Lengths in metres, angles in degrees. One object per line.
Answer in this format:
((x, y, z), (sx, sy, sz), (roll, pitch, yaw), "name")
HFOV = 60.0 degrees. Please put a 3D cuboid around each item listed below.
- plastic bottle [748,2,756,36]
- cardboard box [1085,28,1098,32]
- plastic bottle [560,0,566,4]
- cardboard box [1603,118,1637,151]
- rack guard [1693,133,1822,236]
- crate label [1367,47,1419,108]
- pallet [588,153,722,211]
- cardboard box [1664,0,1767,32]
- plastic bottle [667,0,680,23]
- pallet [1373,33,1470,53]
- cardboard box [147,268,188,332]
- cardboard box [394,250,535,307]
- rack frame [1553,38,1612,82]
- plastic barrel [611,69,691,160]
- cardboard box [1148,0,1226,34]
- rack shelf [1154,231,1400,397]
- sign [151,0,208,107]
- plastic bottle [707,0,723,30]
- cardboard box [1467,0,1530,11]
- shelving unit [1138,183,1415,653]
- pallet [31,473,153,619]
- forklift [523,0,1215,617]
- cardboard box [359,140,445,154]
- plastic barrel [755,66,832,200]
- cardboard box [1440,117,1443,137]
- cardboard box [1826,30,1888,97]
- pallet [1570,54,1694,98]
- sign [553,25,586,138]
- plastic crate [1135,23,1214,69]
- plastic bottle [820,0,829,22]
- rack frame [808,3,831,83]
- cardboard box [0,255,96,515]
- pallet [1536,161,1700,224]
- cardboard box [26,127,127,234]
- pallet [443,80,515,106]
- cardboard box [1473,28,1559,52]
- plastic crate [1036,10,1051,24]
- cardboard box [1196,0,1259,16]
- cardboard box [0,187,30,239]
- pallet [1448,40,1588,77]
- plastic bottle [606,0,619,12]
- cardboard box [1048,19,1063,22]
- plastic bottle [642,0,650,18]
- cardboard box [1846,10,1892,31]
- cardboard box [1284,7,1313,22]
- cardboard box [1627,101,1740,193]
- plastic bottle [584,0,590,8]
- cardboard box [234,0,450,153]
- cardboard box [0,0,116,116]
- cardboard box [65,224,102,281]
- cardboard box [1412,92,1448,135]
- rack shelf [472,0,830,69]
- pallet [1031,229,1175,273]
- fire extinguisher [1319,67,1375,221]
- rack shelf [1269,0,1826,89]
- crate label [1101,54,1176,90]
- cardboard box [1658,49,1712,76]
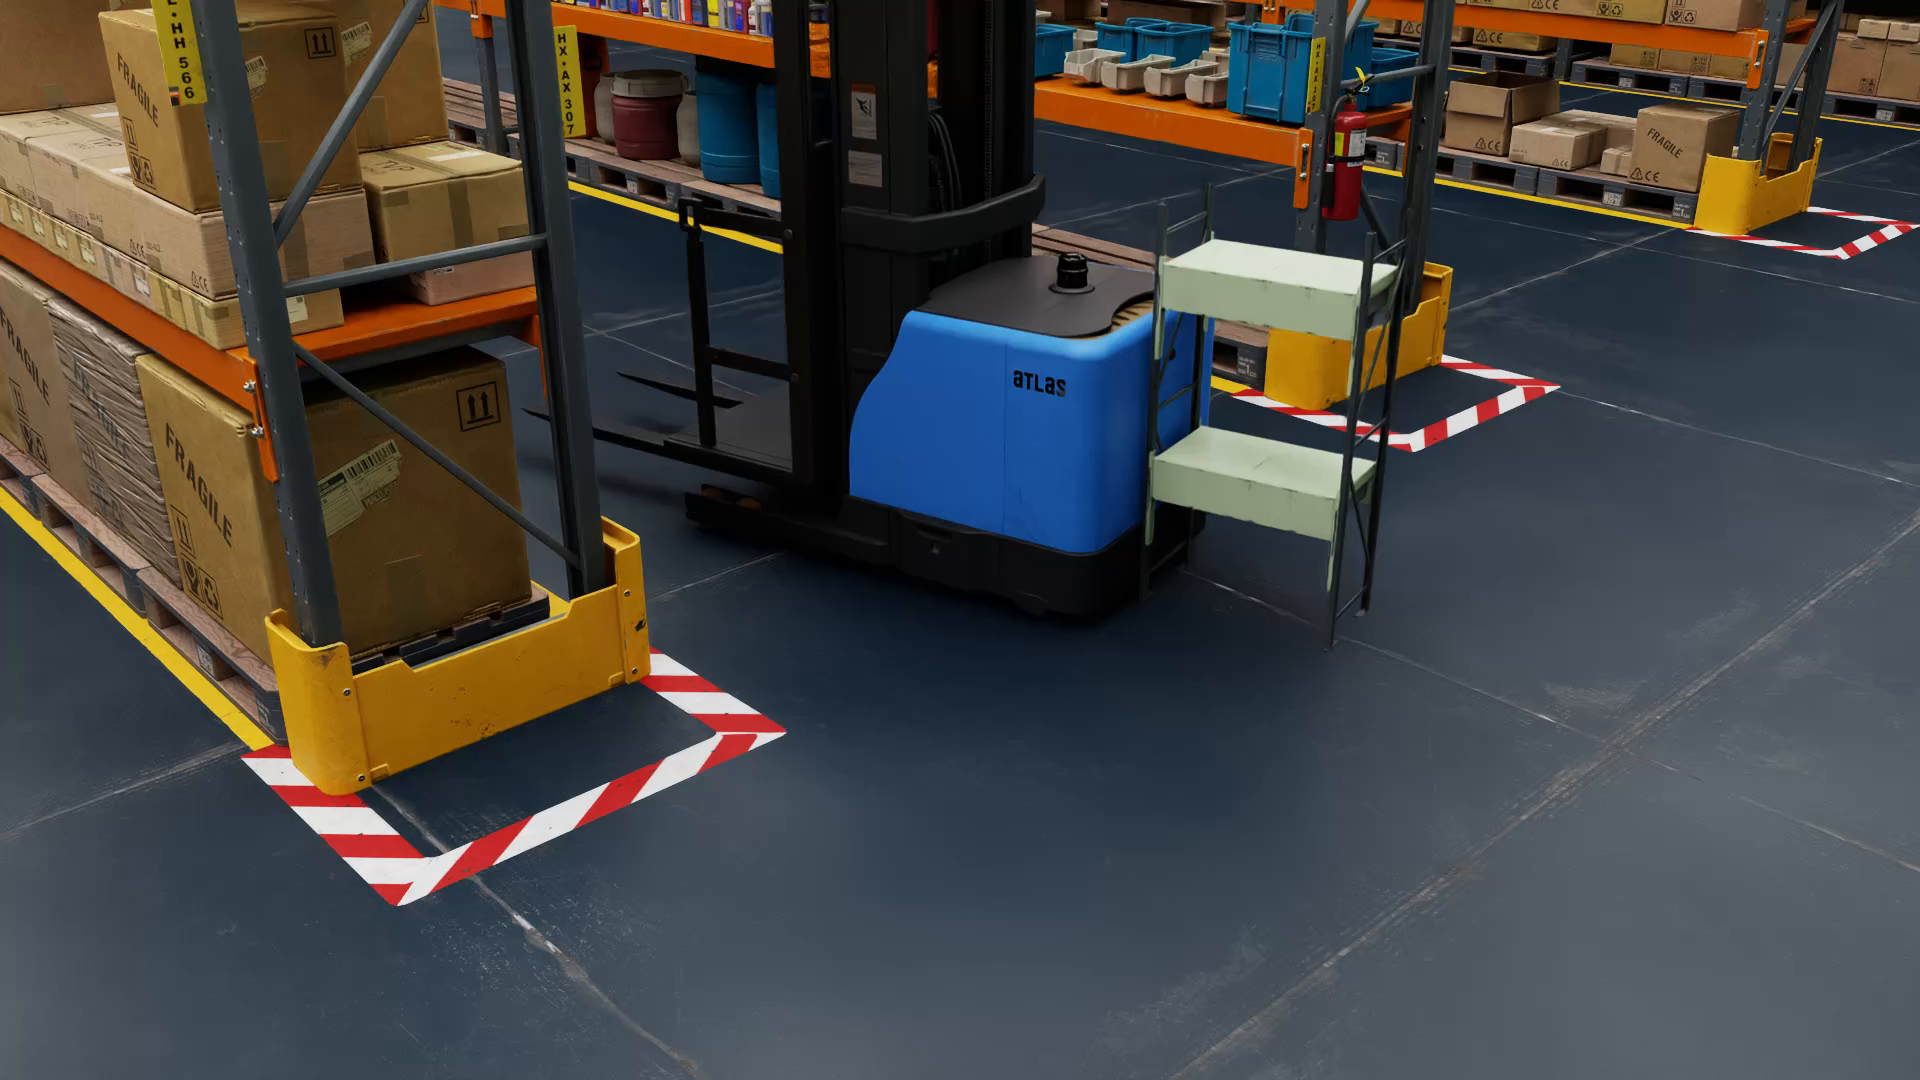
((-1.325, -3.383, 10.790), (0.097, 0.201, 0.097), (0, 25, 0), "plastic bottle")
((1.328, -4.411, 15.286), (0.500, 0.500, 0.500), (22, 33, 40), "cardboard box")
((-2.928, -4.093, 12.348), (0.097, 0.201, 0.097), (0, 25, 0), "plastic bottle")
((5.126, -2.956, 12.398), (0.500, 0.250, 0.500), (-21, 32, -38), "cardboard box")
((5.580, -2.496, 11.619), (1.175, 0.500, 0.348), (-21, 32, -38), "rack guard")
((2.085, -2.325, 8.363), (0.416, 0.233, 0.303), (-21, 32, -38), "crate label")
((-2.055, -2.765, 12.556), (1.003, 0.211, 1.213), (-21, 32, -38), "pallet")
((5.127, -3.714, 11.157), (0.500, 0.500, 0.500), (-20, 31, -37), "cardboard box")
((-1.912, -3.693, 11.381), (0.152, 0.276, 0.135), (-21, 32, -38), "plastic bottle")
((5.091, -5.542, 18.644), (1.003, 0.211, 1.213), (-21, 32, -38), "pallet")
((-2.264, -0.779, 5.147), (0.380, 0.149, 0.250), (-21, 32, -38), "cardboard box")
((-1.603, -0.888, 5.385), (0.380, 0.149, 0.250), (-21, 32, -38), "cardboard box")
((6.512, -6.228, 16.789), (1.000, 3.000, 0.127), (-21, 32, -38), "rack frame")
((-2.335, -3.238, 12.634), (0.600, 0.588, 0.708), (-21, 32, -38), "plastic barrel")
((2.062, -4.745, 15.115), (0.500, 0.250, 0.500), (-21, 32, -38), "cardboard box")
((1.096, -0.793, 5.742), (0.720, 0.370, 0.431), (15, 28, 30), "rack shelf")
((-2.007, -1.286, 4.274), (0.100, 0.325, 0.005), (-21, 32, -38), "sign")
((-1.587, -3.581, 11.045), (0.144, 0.351, 0.185), (-21, 32, -38), "plastic bottle")
((4.089, -4.176, 12.169), (0.500, 0.500, 0.500), (-22, 32, -39), "cardboard box")
((1.096, -0.438, 5.904), (0.755, 1.500, 0.431), (15, 28, 30), "shelving unit")
((-3.035, -0.122, 6.763), (1.003, 0.211, 1.213), (-21, 32, -38), "pallet")
((-0.527, -1.502, 6.512), (3.031, 2.935, 1.130), (15, 28, 30), "forklift")
((-2.093, -1.246, 5.689), (0.500, 0.250, 0.500), (-22, 32, -39), "cardboard box")
((-1.080, -2.824, 11.348), (0.600, 0.901, 0.708), (-21, 32, -38), "plastic barrel")
((3.626, -3.285, 13.221), (0.380, 0.166, 0.250), (-21, 32, -38), "cardboard box")
((8.352, -4.406, 15.299), (0.700, 0.500, 0.500), (-21, 32, -39), "cardboard box")
((6.974, -4.707, 16.814), (1.003, 0.211, 1.213), (-21, 32, -38), "pallet")
((-1.192, -1.386, 5.037), (0.100, 0.325, 0.005), (-21, 32, -38), "sign")
((1.186, -2.724, 9.237), (0.416, 0.233, 0.300), (-21, 32, -38), "plastic crate")
((-0.909, -3.691, 11.382), (0.097, 0.271, 0.097), (0, 25, 0), "plastic bottle")
((-0.720, -3.418, 10.628), (1.000, 3.000, 0.127), (-21, 32, -38), "rack frame")
((-3.328, -0.742, 6.816), (0.875, 0.875, 0.875), (-21, 32, -38), "cardboard box")
((5.035, -2.606, 12.208), (1.003, 0.211, 1.213), (-21, 32, -38), "pallet")
((-2.821, -1.248, 5.693), (0.500, 0.250, 0.500), (22, 33, 40), "cardboard box")
((-4.785, -3.976, 15.212), (1.003, 0.211, 1.213), (-21, 32, -38), "pallet")
((5.972, -5.601, 17.499), (0.750, 0.750, 0.750), (-21, 32, -38), "cardboard box")
((0.189, -2.876, 9.512), (0.437, 0.282, 0.530), (-21, 32, -38), "plastic crate")
((3.247, -6.706, 20.318), (0.700, 0.500, 0.500), (-21, 32, -38), "cardboard box")
((-3.310, -1.243, 6.163), (0.380, 0.149, 0.250), (-22, 33, -40), "cardboard box")
((5.929, -5.172, 17.833), (1.003, 0.211, 1.213), (-21, 32, -38), "pallet")
((-2.446, -3.930, 11.901), (0.152, 0.276, 0.135), (-21, 32, -38), "plastic bottle")
((0.975, -4.880, 16.315), (0.500, 0.500, 0.500), (-20, 31, -37), "cardboard box")
((-2.170, -3.757, 11.611), (0.097, 0.201, 0.097), (0, 25, 0), "plastic bottle")
((8.408, -4.797, 15.376), (0.380, 0.149, 0.250), (-21, 32, -38), "cardboard box")
((4.184, -6.393, 19.234), (0.750, 0.750, 0.750), (-22, 32, -39), "cardboard box")
((5.081, -2.768, 11.685), (0.500, 0.500, 0.500), (-21, 32, -38), "cardboard box")
((-2.703, -4.026, 12.115), (0.097, 0.271, 0.097), (0, 25, 0), "plastic bottle")
((-2.074, -1.583, 5.524), (0.500, 0.500, 0.500), (-22, 33, -40), "cardboard box")
((-3.505, -1.896, 6.210), (0.500, 0.500, 0.500), (-22, 33, -40), "cardboard box")
((-2.784, -1.010, 5.653), (0.380, 0.149, 0.250), (-22, 33, -40), "cardboard box")
((4.007, -3.479, 13.473), (0.500, 0.311, 0.500), (-21, 32, -38), "cardboard box")
((-2.087, -3.697, 12.106), (1.077, 0.370, 4.000), (-21, 32, -38), "rack shelf")
((0.649, -1.568, 9.932), (1.003, 0.211, 1.213), (-21, 32, -38), "pallet")
((1.785, -1.827, 7.682), (0.296, 0.674, 0.183), (-21, 32, -38), "fire extinguisher")
((4.265, -3.889, 12.527), (1.077, 0.370, 4.000), (-21, 32, -38), "rack shelf")
((0.929, -2.478, 8.814), (0.396, 0.136, 0.243), (-21, 32, -38), "crate label")
((7.289, -4.873, 16.324), (0.700, 0.500, 0.500), (-22, 32, -39), "cardboard box")
